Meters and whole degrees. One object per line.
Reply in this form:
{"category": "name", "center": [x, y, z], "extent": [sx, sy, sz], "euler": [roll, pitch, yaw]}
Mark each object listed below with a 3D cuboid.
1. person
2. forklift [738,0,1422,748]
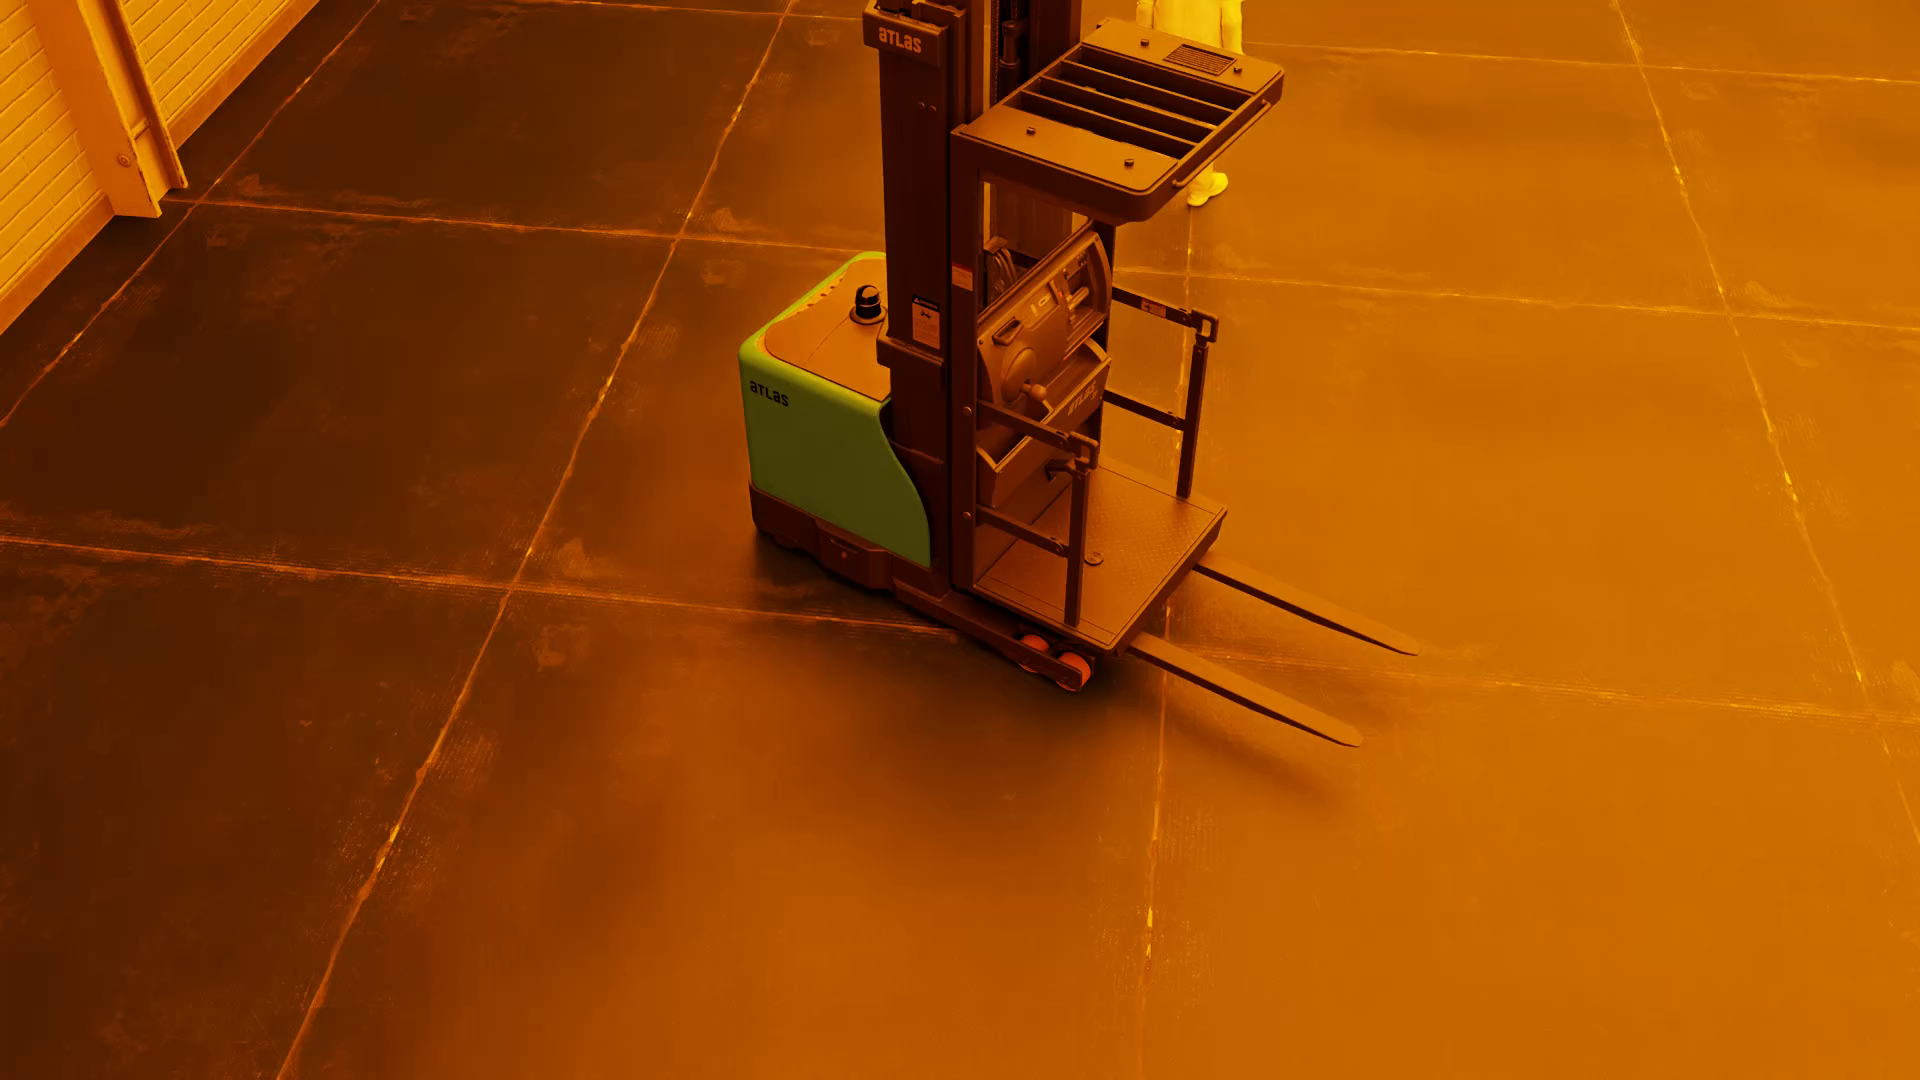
{"category": "person", "center": [1.320, -2.811, 9.641], "extent": [0.643, 1.772, 0.435], "euler": [15, 45, 16]}
{"category": "forklift", "center": [0.523, -0.843, 6.641], "extent": [3.031, 2.935, 1.130], "euler": [24, 48, 24]}
